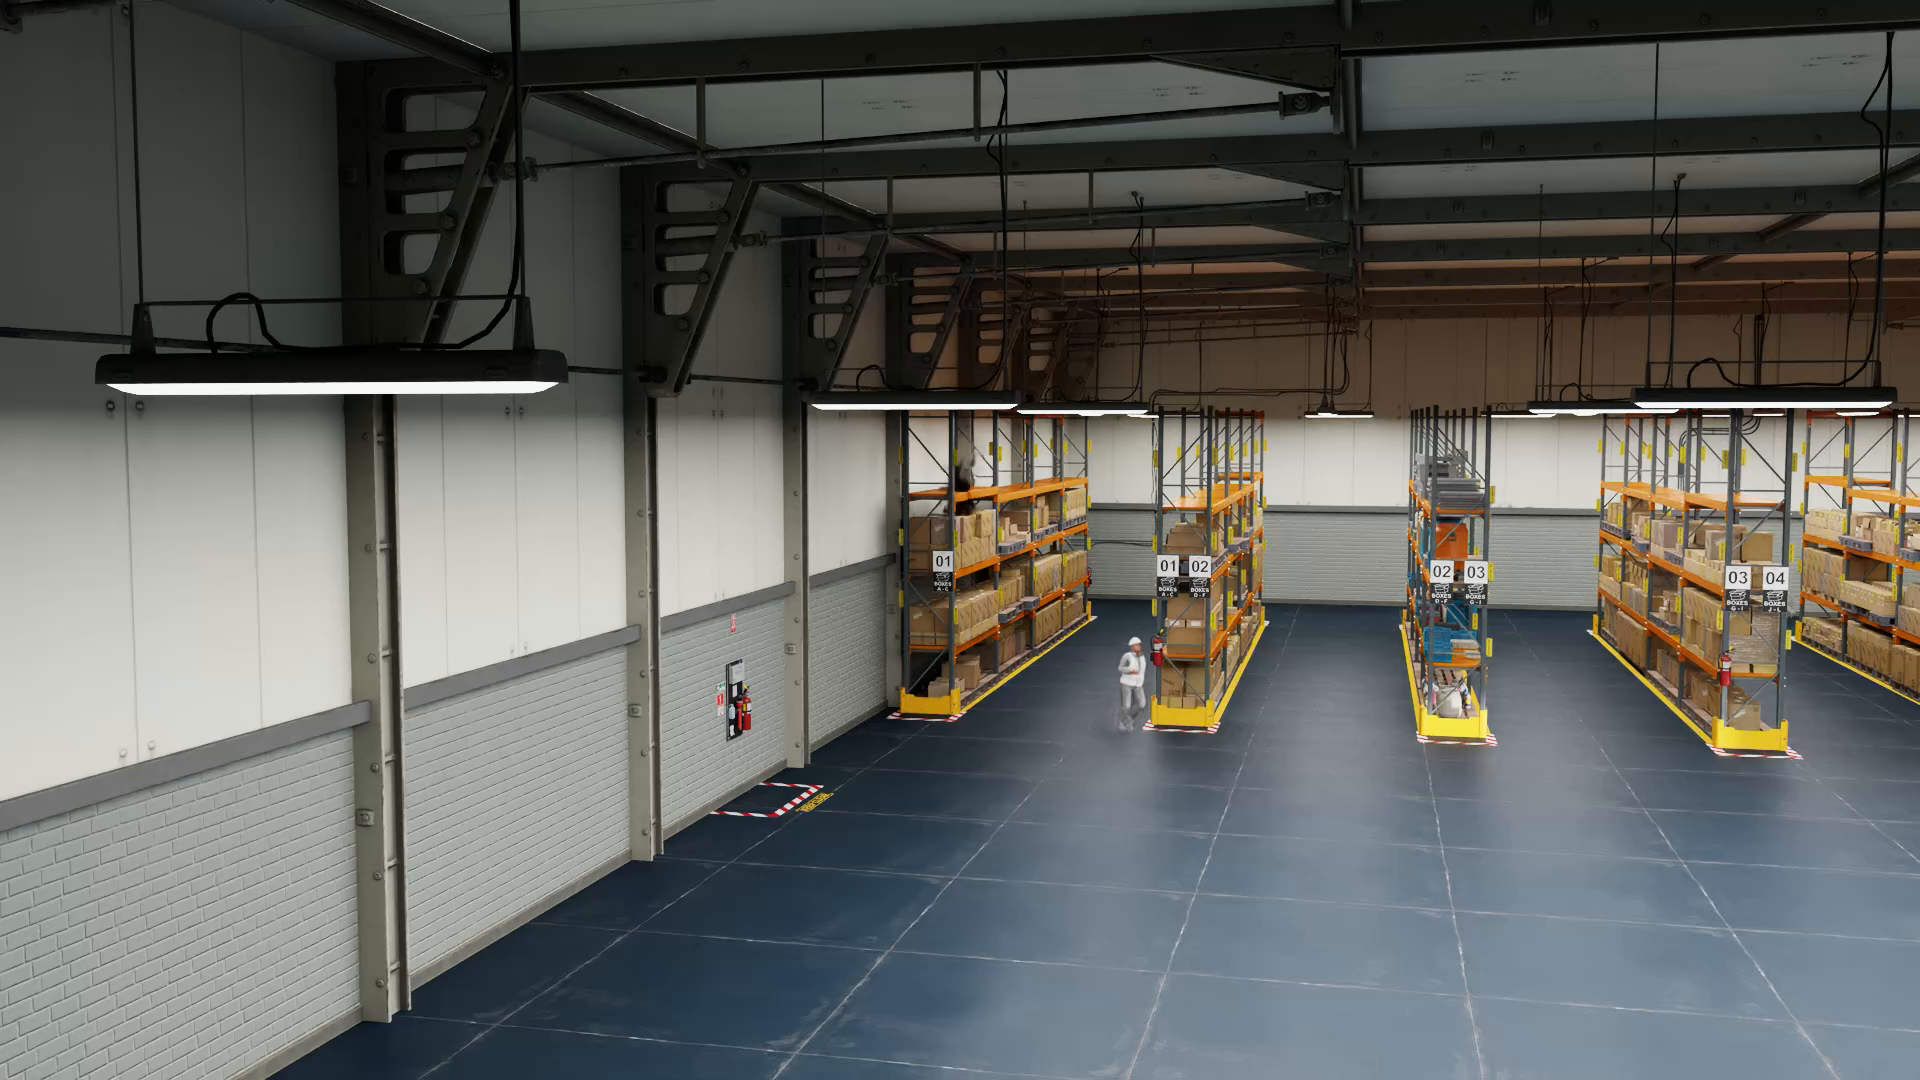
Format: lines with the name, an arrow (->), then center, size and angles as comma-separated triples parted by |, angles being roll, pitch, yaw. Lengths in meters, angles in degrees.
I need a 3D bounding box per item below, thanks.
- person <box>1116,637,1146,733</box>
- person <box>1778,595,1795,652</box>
person -> 3.215, 2.668, 30.548 | 0.665, 1.761, 0.670 | -2, 5, -25
person -> 20.097, 1.935, 40.706 | 0.645, 1.751, 0.603 | 1, 4, 14
